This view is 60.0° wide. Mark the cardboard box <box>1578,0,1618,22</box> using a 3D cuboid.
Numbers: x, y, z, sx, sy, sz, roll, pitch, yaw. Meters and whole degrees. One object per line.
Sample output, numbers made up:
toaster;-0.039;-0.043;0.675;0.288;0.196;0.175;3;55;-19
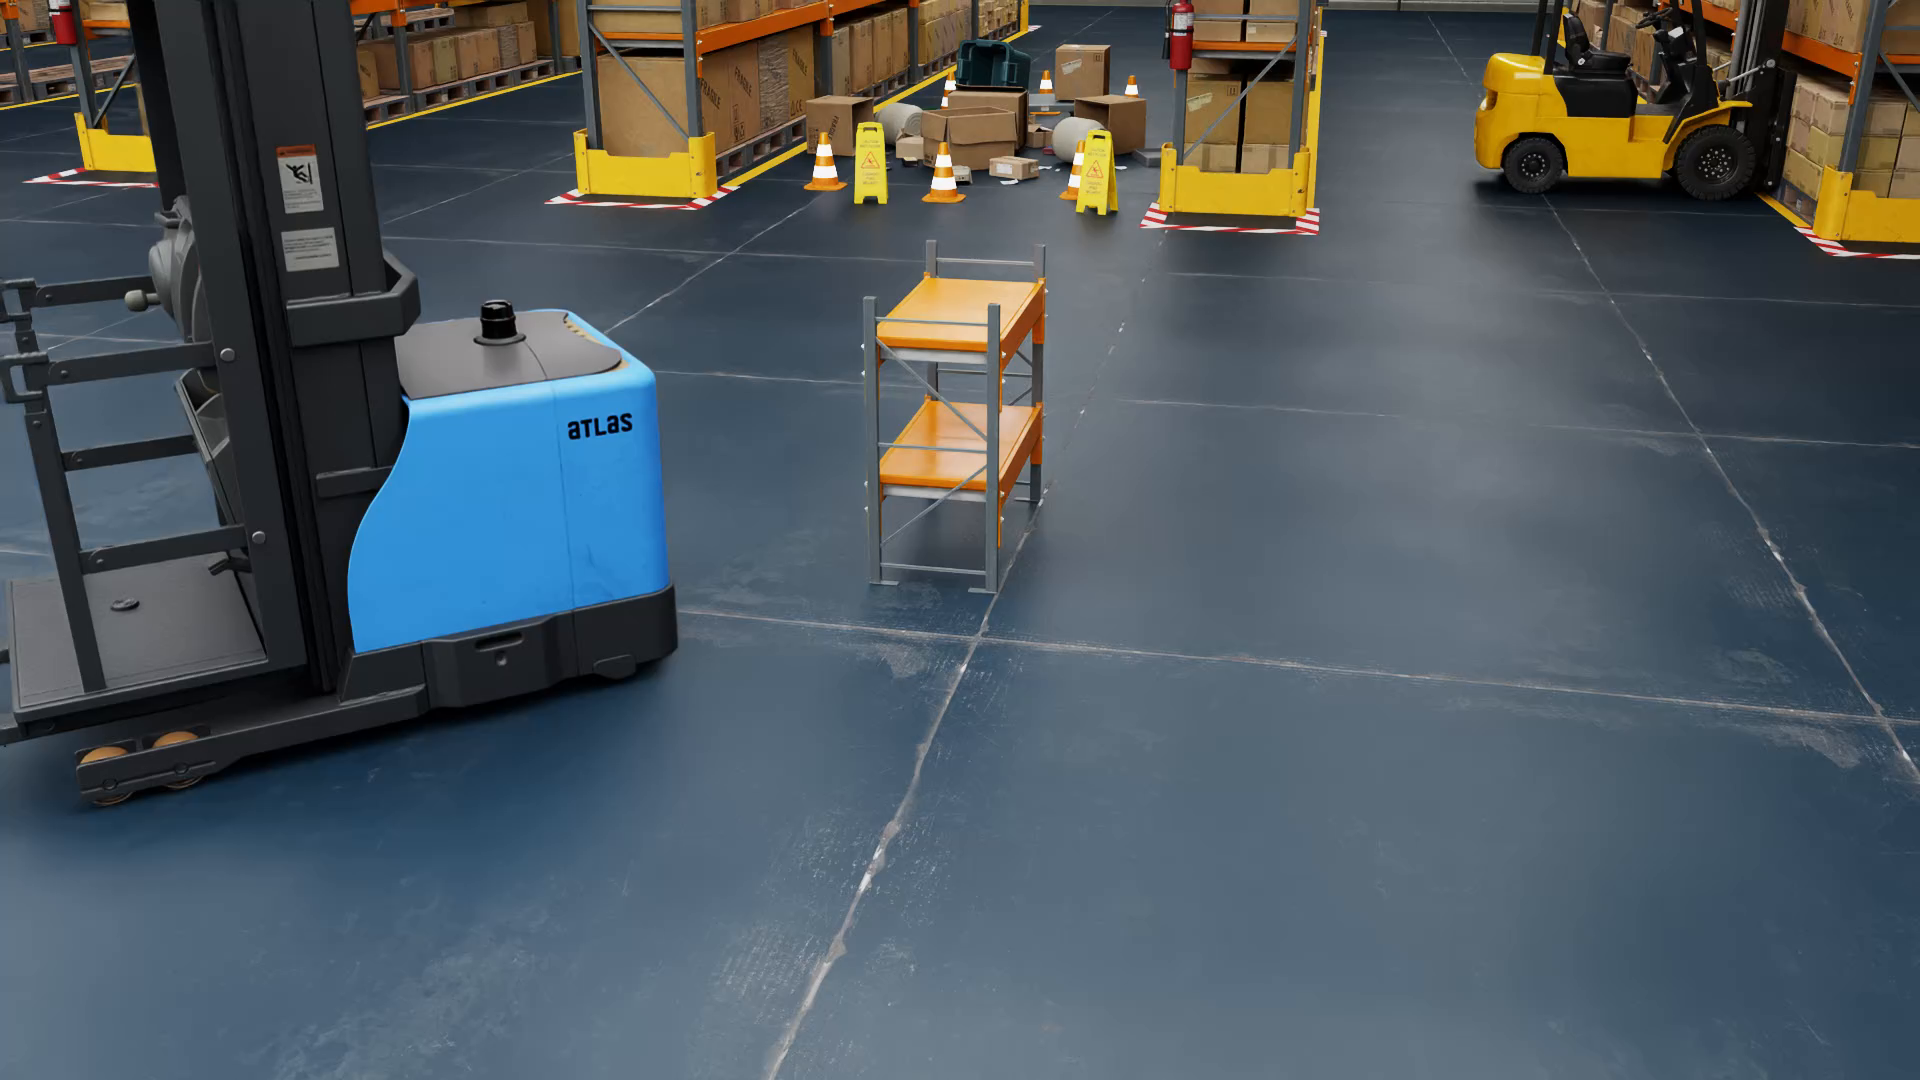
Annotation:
cardboard box;9.892;-8.024;25.547;0.700;0.500;0.500;5;23;13

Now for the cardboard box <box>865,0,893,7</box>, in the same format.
cardboard box;-1.154;-6.960;21.900;0.500;0.250;0.500;4;22;10

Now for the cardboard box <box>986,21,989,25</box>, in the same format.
cardboard box;0.246;-8.141;26.306;0.380;0.149;0.250;4;22;9

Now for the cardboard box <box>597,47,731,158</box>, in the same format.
cardboard box;-2.596;-3.843;14.663;0.875;0.875;0.875;5;22;11

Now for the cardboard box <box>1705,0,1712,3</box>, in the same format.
cardboard box;7.948;-5.625;17.005;0.500;0.250;0.500;5;22;11

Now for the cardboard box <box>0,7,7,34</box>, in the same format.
cardboard box;-14.988;-8.043;25.565;0.500;0.500;0.500;4;22;10

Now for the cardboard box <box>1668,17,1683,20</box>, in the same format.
cardboard box;8.763;-6.414;20.679;0.380;0.149;0.250;5;22;12

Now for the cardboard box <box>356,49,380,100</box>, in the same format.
cardboard box;-6.809;-5.151;18.412;0.500;0.500;0.500;4;22;9

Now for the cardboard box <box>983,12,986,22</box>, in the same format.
cardboard box;0.202;-8.178;26.000;0.380;0.149;0.250;3;22;8

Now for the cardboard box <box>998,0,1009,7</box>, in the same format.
cardboard box;0.584;-8.784;27.106;0.380;0.149;0.250;5;23;13

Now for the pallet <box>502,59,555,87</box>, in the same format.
pallet;-6.033;-6.143;21.823;1.003;0.211;1.213;4;22;11

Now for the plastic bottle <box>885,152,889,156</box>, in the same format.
plastic bottle;-0.827;-3.714;15.994;0.283;0.061;0.133;-3;22;-8

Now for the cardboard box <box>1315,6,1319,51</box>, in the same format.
cardboard box;4.421;-7.075;22.687;0.875;0.875;0.875;5;22;12

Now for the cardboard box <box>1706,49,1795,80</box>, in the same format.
cardboard box;8.135;-4.695;17.112;0.875;0.625;0.625;4;22;10

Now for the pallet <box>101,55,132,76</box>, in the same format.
pallet;-10.917;-6.526;22.774;1.003;0.211;1.213;4;22;11

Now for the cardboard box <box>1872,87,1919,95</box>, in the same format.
cardboard box;7.439;-3.391;13.039;0.500;0.250;0.500;4;22;11

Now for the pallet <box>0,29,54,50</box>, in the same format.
pallet;-15.129;-7.900;26.187;1.003;0.211;1.213;4;22;11

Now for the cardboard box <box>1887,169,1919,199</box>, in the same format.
cardboard box;7.349;-2.748;12.780;0.500;0.250;0.500;5;22;11

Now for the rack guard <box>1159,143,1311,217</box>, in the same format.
rack guard;2.213;-2.909;13.407;1.175;0.500;0.348;4;22;11

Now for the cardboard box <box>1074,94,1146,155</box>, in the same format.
cardboard box;1.463;-4.057;16.255;0.500;0.500;0.500;-16;27;-35

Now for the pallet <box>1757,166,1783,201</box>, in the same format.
pallet;7.423;-3.098;14.263;1.003;0.211;1.213;4;22;11

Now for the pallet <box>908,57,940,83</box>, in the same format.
pallet;-0.876;-6.299;22.212;1.003;0.211;1.213;4;22;11

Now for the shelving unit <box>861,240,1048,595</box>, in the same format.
shelving unit;0.001;-0.524;6.650;0.538;1.125;1.048;4;22;11

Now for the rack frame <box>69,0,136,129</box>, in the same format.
rack frame;-7.504;-4.796;14.747;1.000;3.000;0.127;4;22;11

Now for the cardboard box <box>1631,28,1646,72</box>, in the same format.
cardboard box;8.782;-6.170;20.941;0.500;0.500;0.500;5;23;13

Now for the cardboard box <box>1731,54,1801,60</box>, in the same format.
cardboard box;7.467;-4.357;15.436;0.500;0.250;0.500;4;22;10

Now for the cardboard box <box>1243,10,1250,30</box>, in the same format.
cardboard box;2.293;-4.450;14.224;0.380;0.149;0.250;5;22;12

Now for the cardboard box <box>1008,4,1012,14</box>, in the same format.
cardboard box;0.663;-8.838;27.639;0.380;0.149;0.250;4;22;9

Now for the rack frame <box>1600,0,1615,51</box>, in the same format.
rack frame;9.506;-8.052;22.832;1.000;3.000;0.127;4;22;11

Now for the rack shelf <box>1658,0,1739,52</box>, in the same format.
rack shelf;8.281;-5.524;17.518;1.077;0.370;4.000;4;22;11

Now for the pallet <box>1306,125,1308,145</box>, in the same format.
pallet;2.911;-3.962;16.408;1.003;0.211;1.213;4;22;11

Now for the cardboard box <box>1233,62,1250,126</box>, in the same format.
cardboard box;2.318;-3.996;14.875;0.500;0.500;0.500;4;22;10

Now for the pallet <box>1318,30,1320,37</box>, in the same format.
pallet;5.124;-7.856;26.076;1.003;0.211;1.213;4;22;11

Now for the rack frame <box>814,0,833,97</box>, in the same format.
rack frame;-1.853;-5.844;17.349;1.000;3.000;0.127;4;22;11

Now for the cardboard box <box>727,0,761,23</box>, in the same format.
cardboard box;-2.310;-4.988;15.022;0.875;0.550;0.550;4;22;11

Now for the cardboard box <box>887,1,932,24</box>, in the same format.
cardboard box;-0.659;-6.924;21.810;0.500;0.250;0.500;3;22;8

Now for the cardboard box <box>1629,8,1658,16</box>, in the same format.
cardboard box;9.107;-6.974;22.071;0.380;0.149;0.250;4;22;10

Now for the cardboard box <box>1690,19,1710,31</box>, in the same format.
cardboard box;9.154;-6.285;20.359;0.380;0.149;0.250;5;22;12

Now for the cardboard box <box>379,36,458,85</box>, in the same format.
cardboard box;-6.426;-5.700;19.747;0.700;0.500;0.500;4;22;11

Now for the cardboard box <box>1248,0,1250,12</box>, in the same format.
cardboard box;2.250;-4.810;14.250;0.500;0.500;0.500;4;22;11

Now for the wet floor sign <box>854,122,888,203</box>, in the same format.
wet floor sign;-0.737;-3.128;13.755;0.267;0.644;0.232;1;22;2

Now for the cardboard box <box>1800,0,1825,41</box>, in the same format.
cardboard box;7.120;-4.287;13.348;0.500;0.500;0.500;4;22;10

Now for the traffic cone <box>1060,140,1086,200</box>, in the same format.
traffic cone;1.022;-3.120;13.980;0.336;0.463;0.334;4;22;11

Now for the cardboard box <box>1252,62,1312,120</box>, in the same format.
cardboard box;2.849;-3.965;14.798;0.500;0.500;0.500;5;22;12

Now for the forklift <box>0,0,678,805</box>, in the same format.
forklift;-2.514;-0.803;4.924;3.031;2.935;1.130;-12;25;-27

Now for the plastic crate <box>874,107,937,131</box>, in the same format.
plastic crate;-0.606;-4.403;17.458;0.450;0.188;0.662;7;21;42

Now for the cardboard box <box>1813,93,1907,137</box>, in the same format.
cardboard box;6.846;-3.239;12.661;0.500;0.250;0.500;5;23;13

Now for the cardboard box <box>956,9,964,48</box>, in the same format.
cardboard box;-0.230;-7.328;23.817;0.500;0.500;0.500;4;22;10

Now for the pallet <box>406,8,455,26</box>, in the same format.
pallet;-9.295;-9.433;29.993;1.003;0.211;1.213;4;22;11
